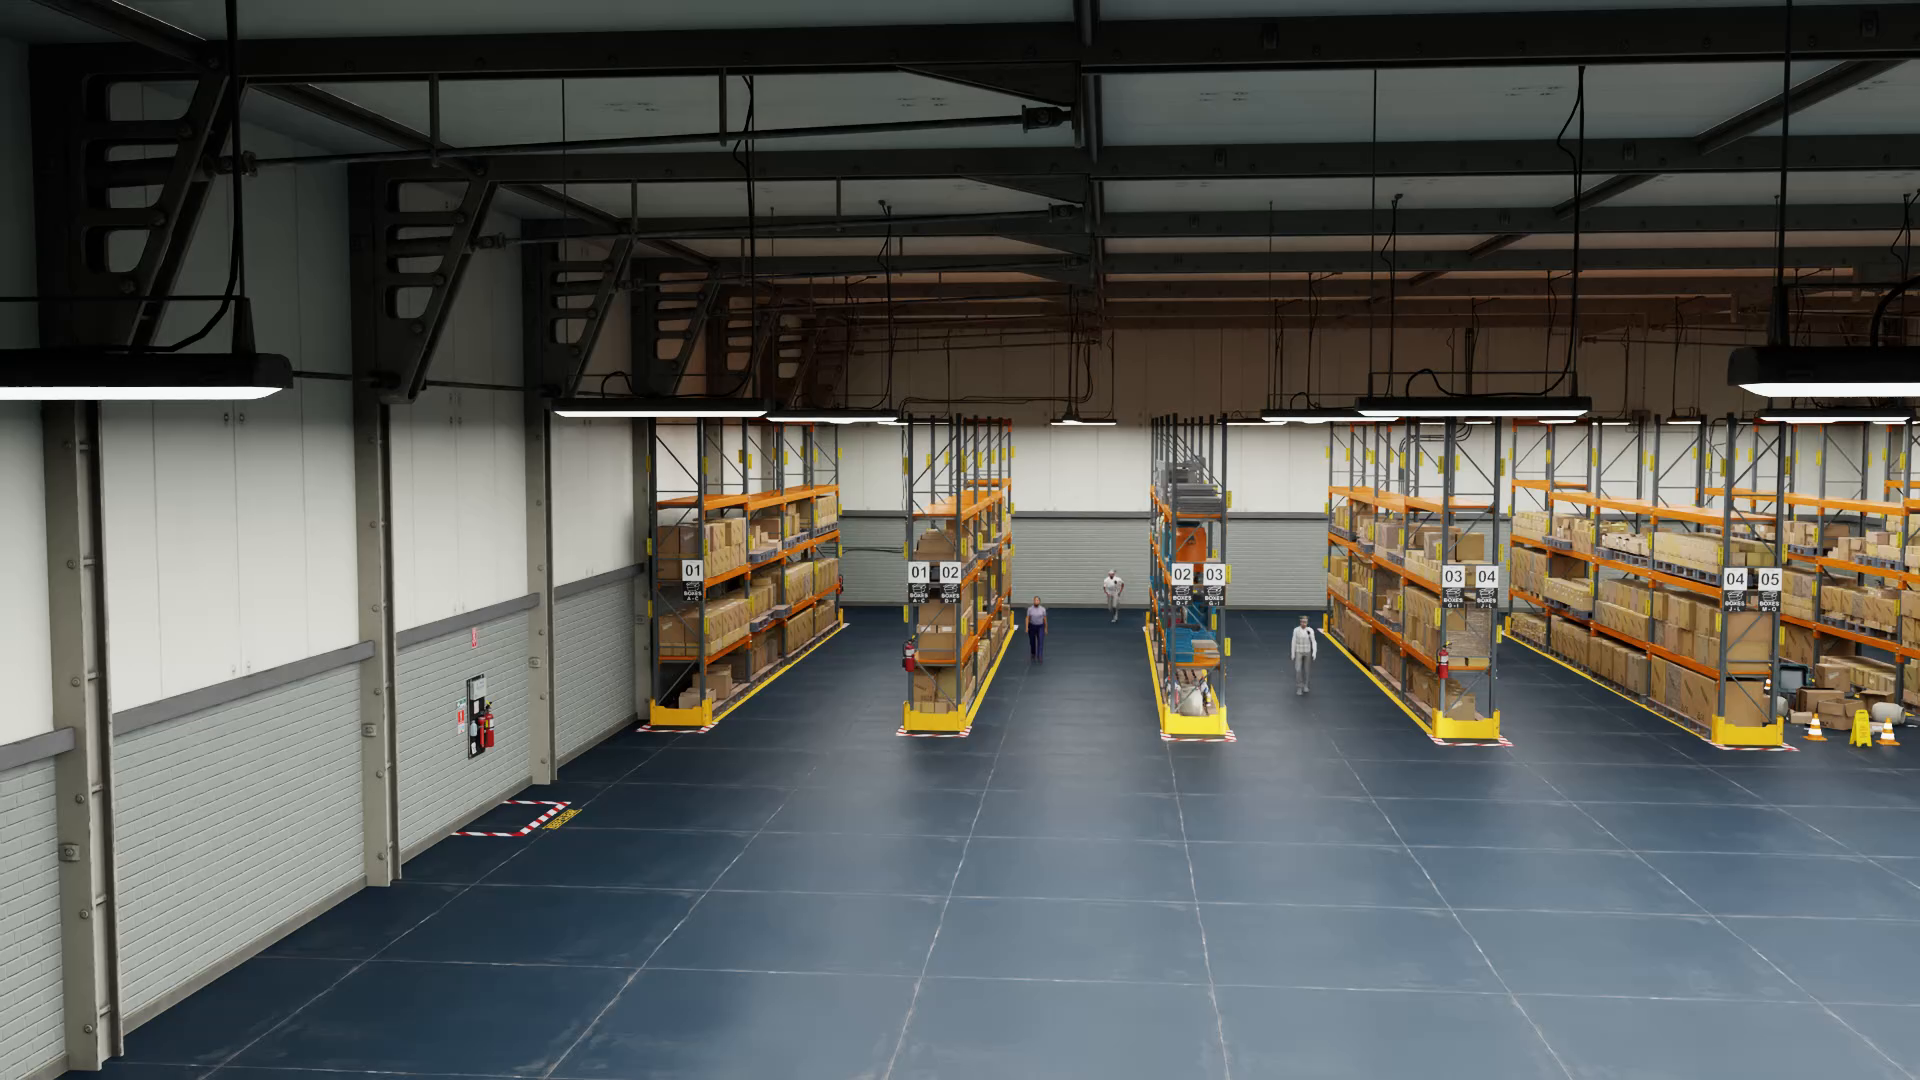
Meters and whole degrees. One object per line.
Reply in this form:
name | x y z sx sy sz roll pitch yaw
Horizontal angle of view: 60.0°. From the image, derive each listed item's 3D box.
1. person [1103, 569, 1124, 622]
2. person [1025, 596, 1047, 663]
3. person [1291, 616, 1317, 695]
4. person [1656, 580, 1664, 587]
person | 4.526 1.632 48.977 0.606 1.601 0.736 1 4 15
person | 1.871 2.176 40.768 0.533 1.581 1.053 0 4 4
person | 7.433 2.491 35.935 0.526 1.723 0.517 0 4 7
person | 18.773 1.855 44.514 0.503 1.752 1.038 -3 5 -38
